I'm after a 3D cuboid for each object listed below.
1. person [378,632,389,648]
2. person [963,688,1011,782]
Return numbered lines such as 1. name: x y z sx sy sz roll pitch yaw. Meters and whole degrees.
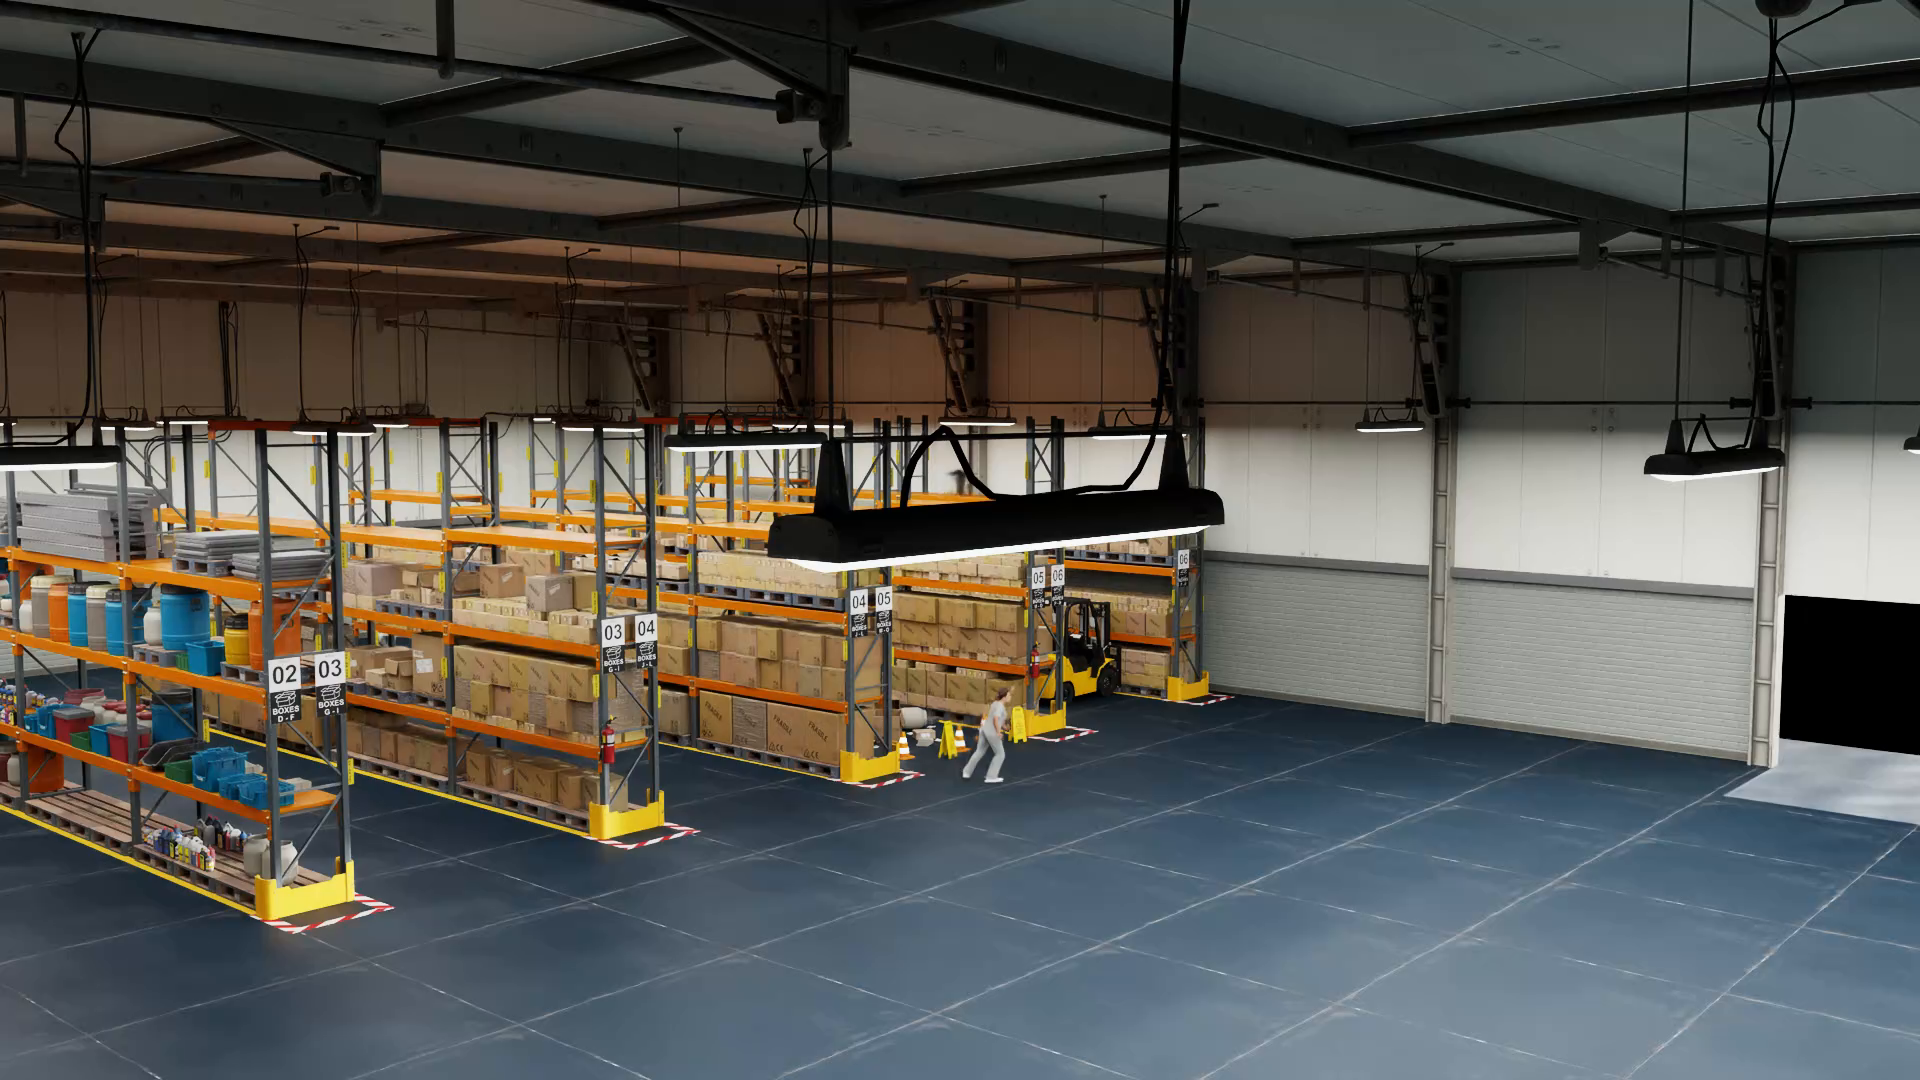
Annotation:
1. person: -13.908 2.165 39.692 0.632 1.732 1.040 3 6 36
2. person: 0.470 3.246 27.692 0.840 1.587 0.620 -2 5 -23
